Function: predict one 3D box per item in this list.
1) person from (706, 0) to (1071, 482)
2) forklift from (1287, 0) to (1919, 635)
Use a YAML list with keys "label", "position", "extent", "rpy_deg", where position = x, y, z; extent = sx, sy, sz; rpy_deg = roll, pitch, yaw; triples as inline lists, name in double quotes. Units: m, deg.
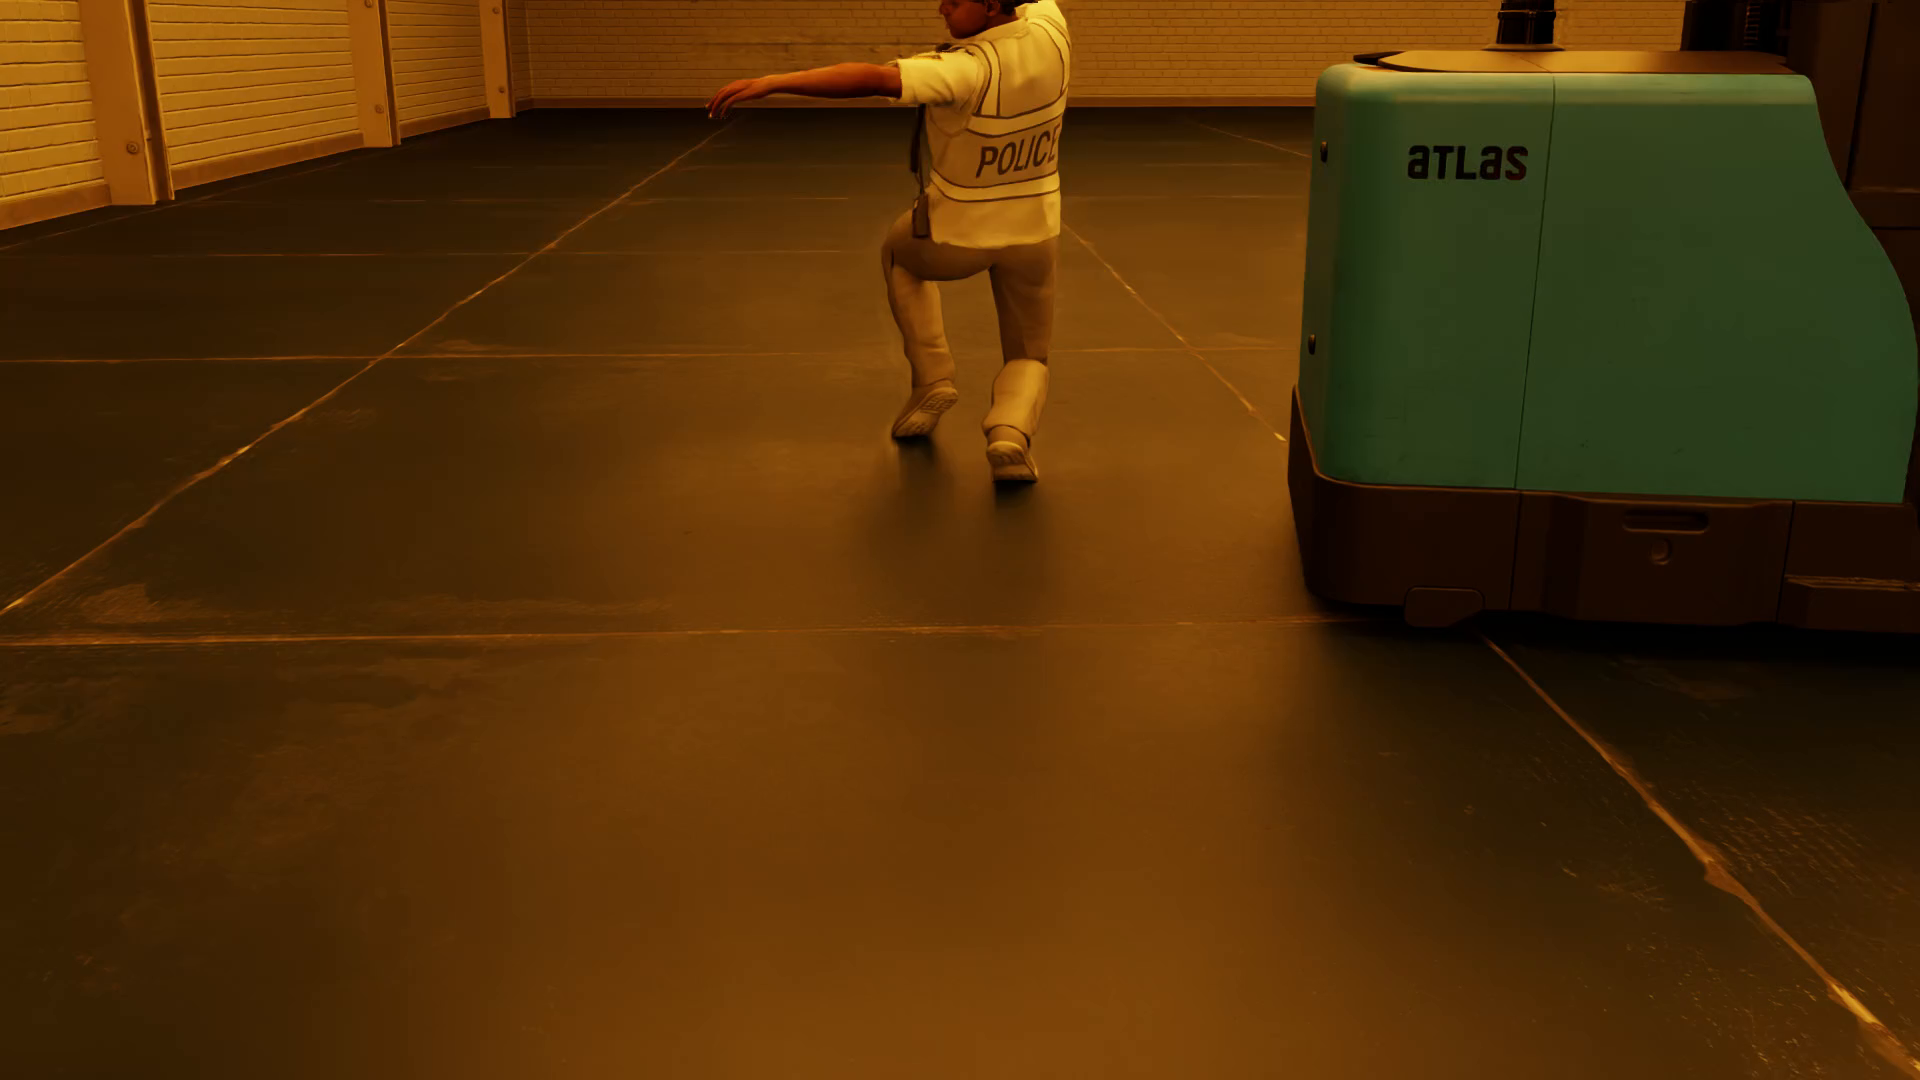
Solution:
- label: "person"
  position: [-0.216, -0.864, 4.381]
  extent: [1.002, 1.433, 0.841]
  rpy_deg: [-6, 18, -18]
- label: "forklift"
  position: [2.261, -1.300, 3.157]
  extent: [3.031, 2.935, 1.130]
  rpy_deg: [2, 17, 8]
